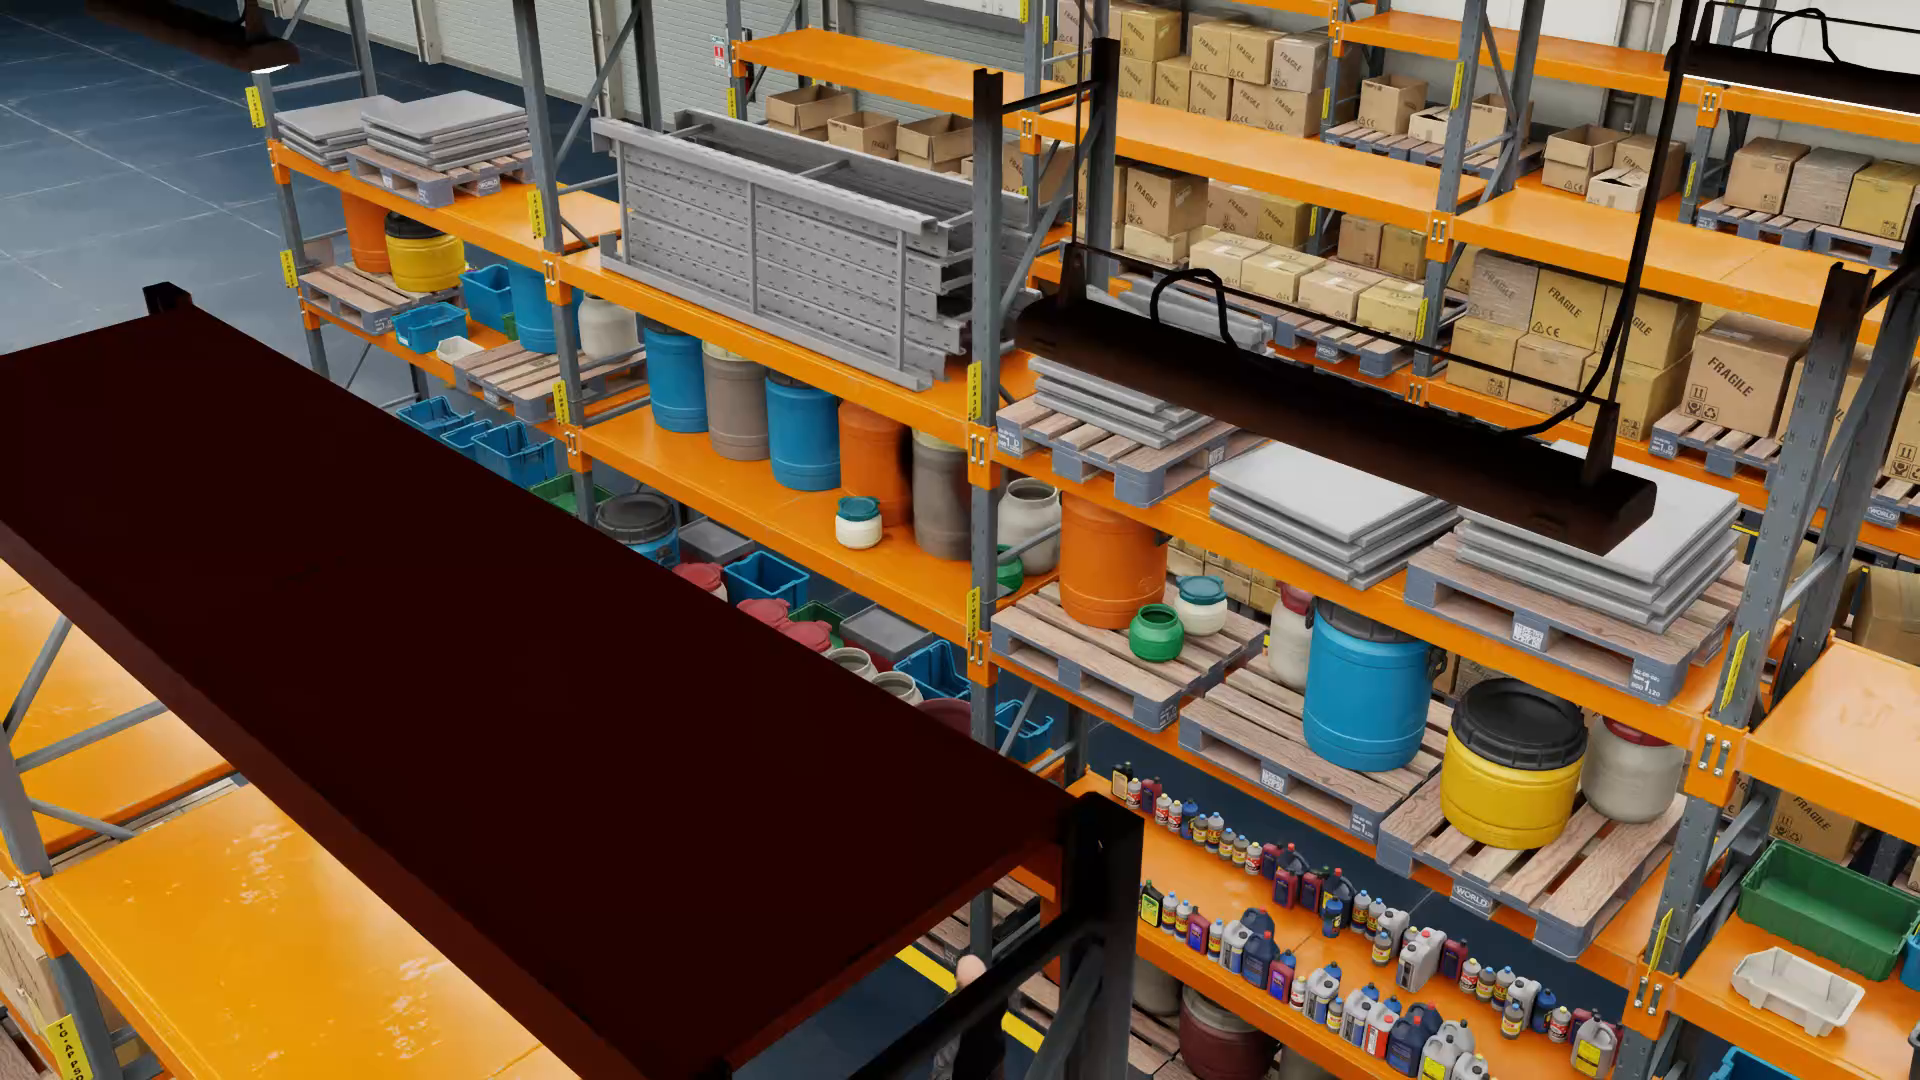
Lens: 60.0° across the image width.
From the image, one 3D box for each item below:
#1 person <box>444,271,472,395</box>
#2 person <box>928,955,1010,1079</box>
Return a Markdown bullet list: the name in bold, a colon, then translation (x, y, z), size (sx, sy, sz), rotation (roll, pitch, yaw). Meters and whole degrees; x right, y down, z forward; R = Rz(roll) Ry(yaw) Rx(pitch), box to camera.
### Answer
- **person**: translation (-5.779, -2.508, 18.981), size (0.665, 1.829, 0.404), rotation (19, 35, 31)
- **person**: translation (0.012, 2.903, 9.331), size (1.017, 1.670, 0.665), rotation (18, 34, 29)
